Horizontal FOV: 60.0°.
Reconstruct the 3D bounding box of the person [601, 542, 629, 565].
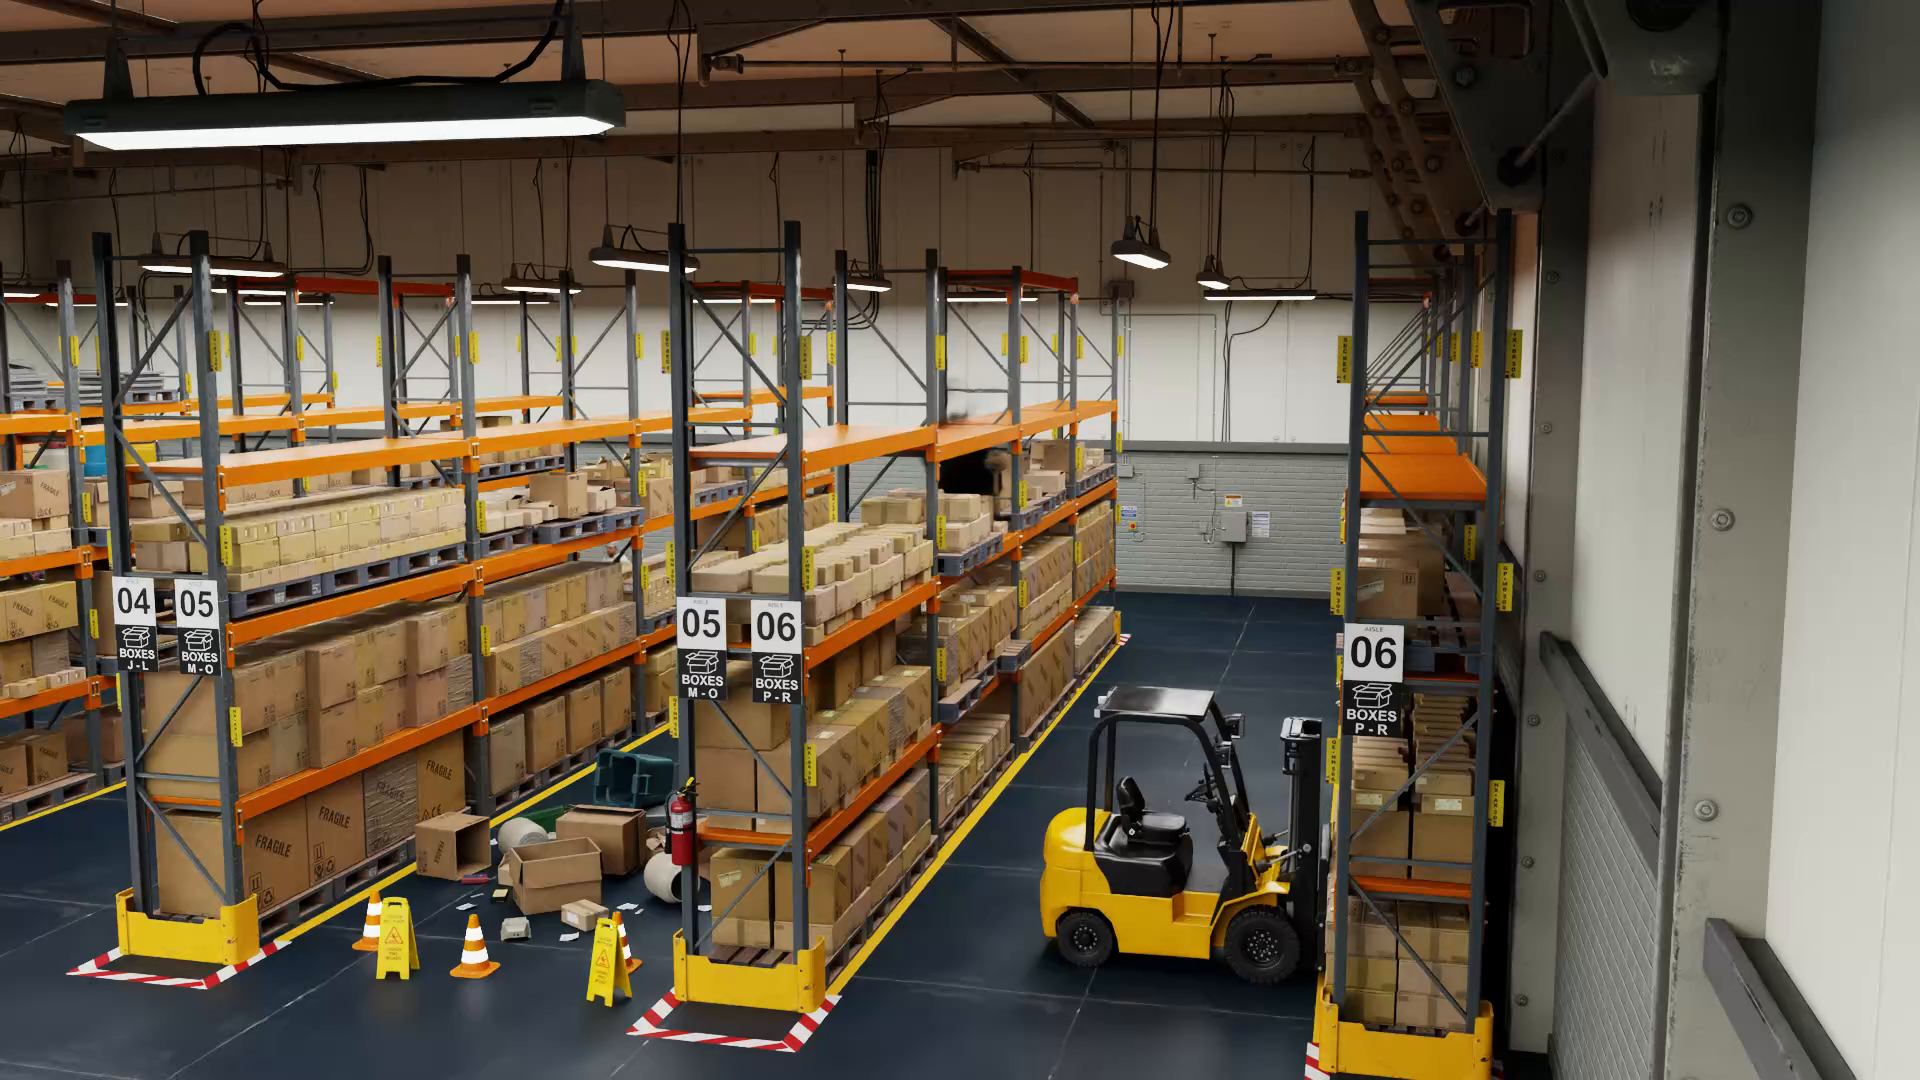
[{"bbox_3d":[-6.071,0.813,29.192,0.621,1.605,0.583,1,7,7],"label":"person"}]
